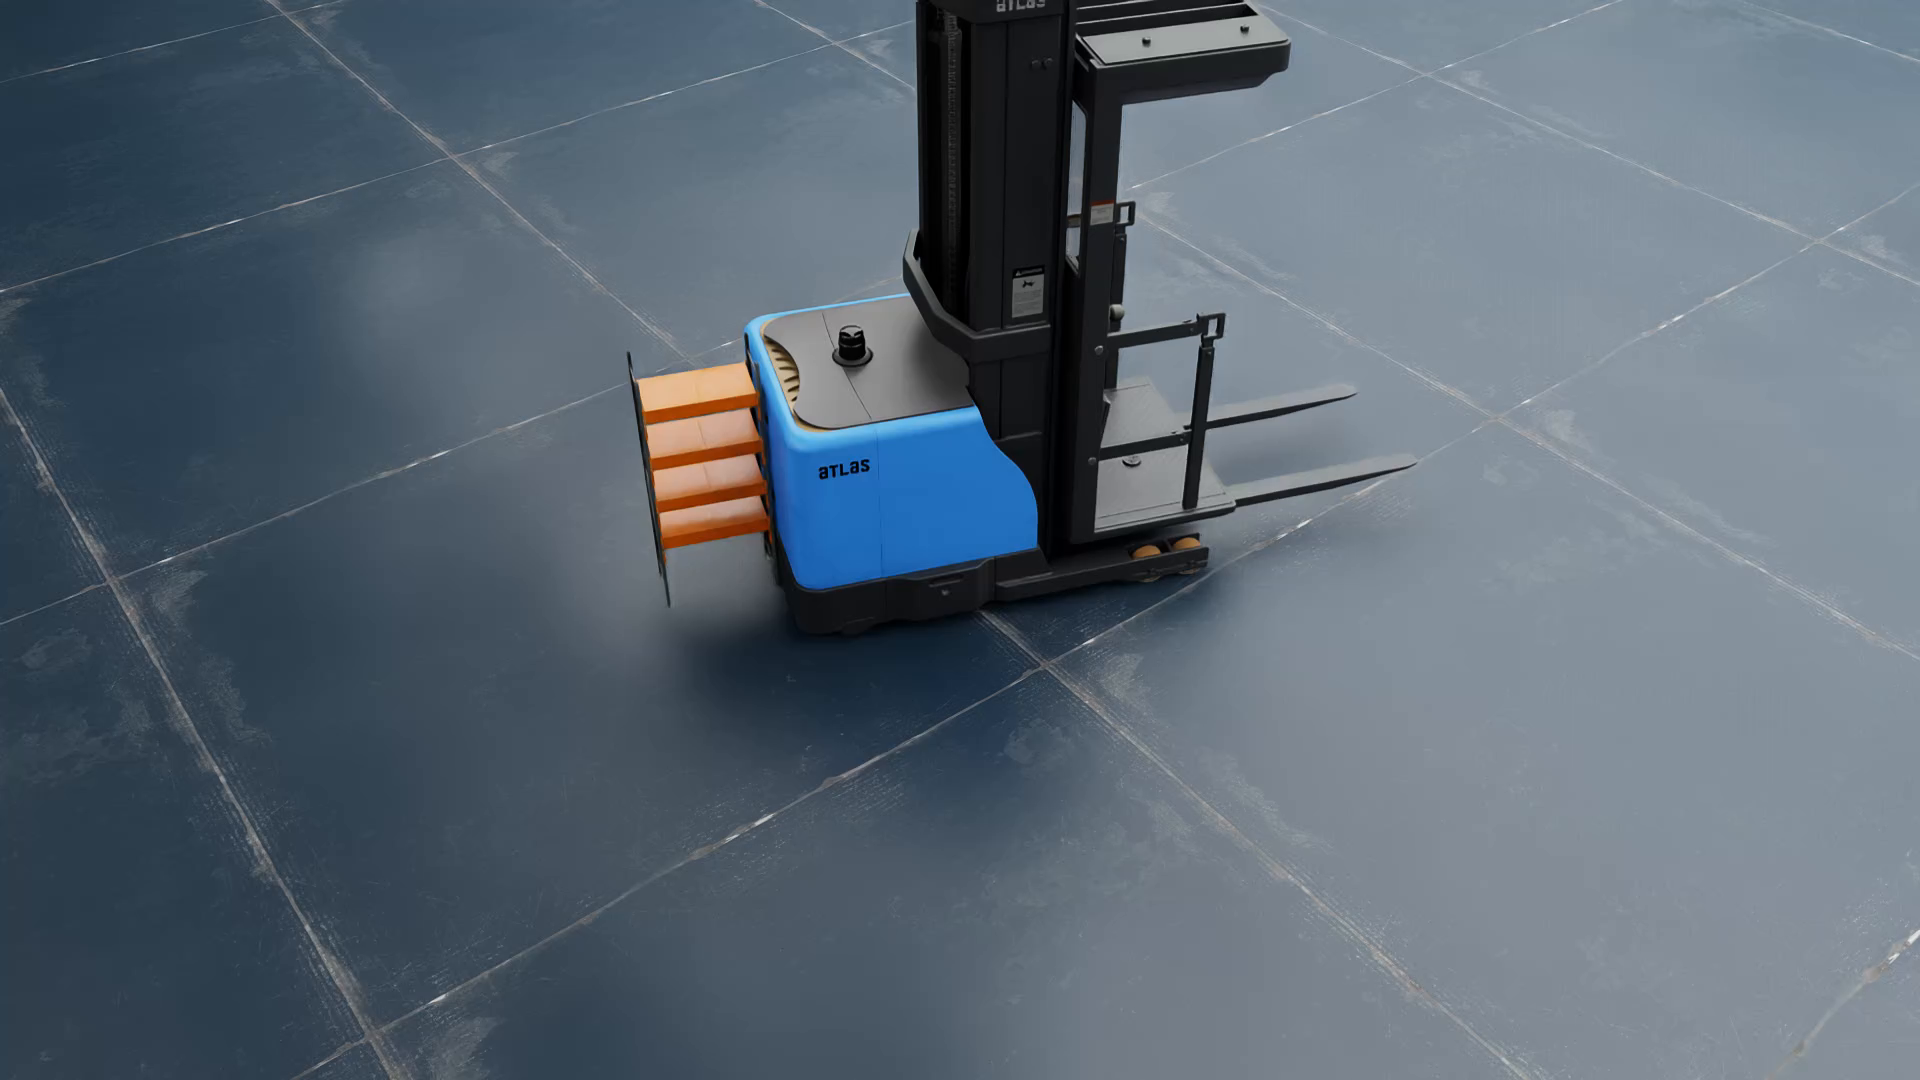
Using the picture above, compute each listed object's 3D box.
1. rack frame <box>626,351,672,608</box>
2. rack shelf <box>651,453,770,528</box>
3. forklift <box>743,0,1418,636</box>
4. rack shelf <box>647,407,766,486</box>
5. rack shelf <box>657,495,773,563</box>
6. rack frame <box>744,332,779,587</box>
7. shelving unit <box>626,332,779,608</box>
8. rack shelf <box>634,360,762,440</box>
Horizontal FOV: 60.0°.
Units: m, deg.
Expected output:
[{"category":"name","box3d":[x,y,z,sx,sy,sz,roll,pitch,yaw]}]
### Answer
[{"category":"rack frame","box3d":[-1.323,-0.235,7.090,0.015,1.200,0.240,-11,41,-13]},{"category":"rack shelf","box3d":[-1.089,-0.228,7.188,0.480,0.148,0.258,-11,41,-13]},{"category":"forklift","box3d":[0.619,-1.252,6.966,3.031,2.935,1.130,-11,41,-13]},{"category":"rack shelf","box3d":[-1.089,-0.401,7.046,0.480,0.148,0.258,-11,41,-13]},{"category":"rack shelf","box3d":[-1.089,-0.074,7.314,0.480,0.148,0.258,-11,41,-13]},{"category":"rack frame","box3d":[-0.856,-0.325,7.200,0.015,1.200,0.240,-11,41,-13]},{"category":"shelving unit","box3d":[-1.089,-0.280,7.145,0.503,1.200,0.258,-11,41,-13]},{"category":"rack shelf","box3d":[-1.089,-0.584,6.896,0.480,0.148,0.258,-11,41,-13]}]
